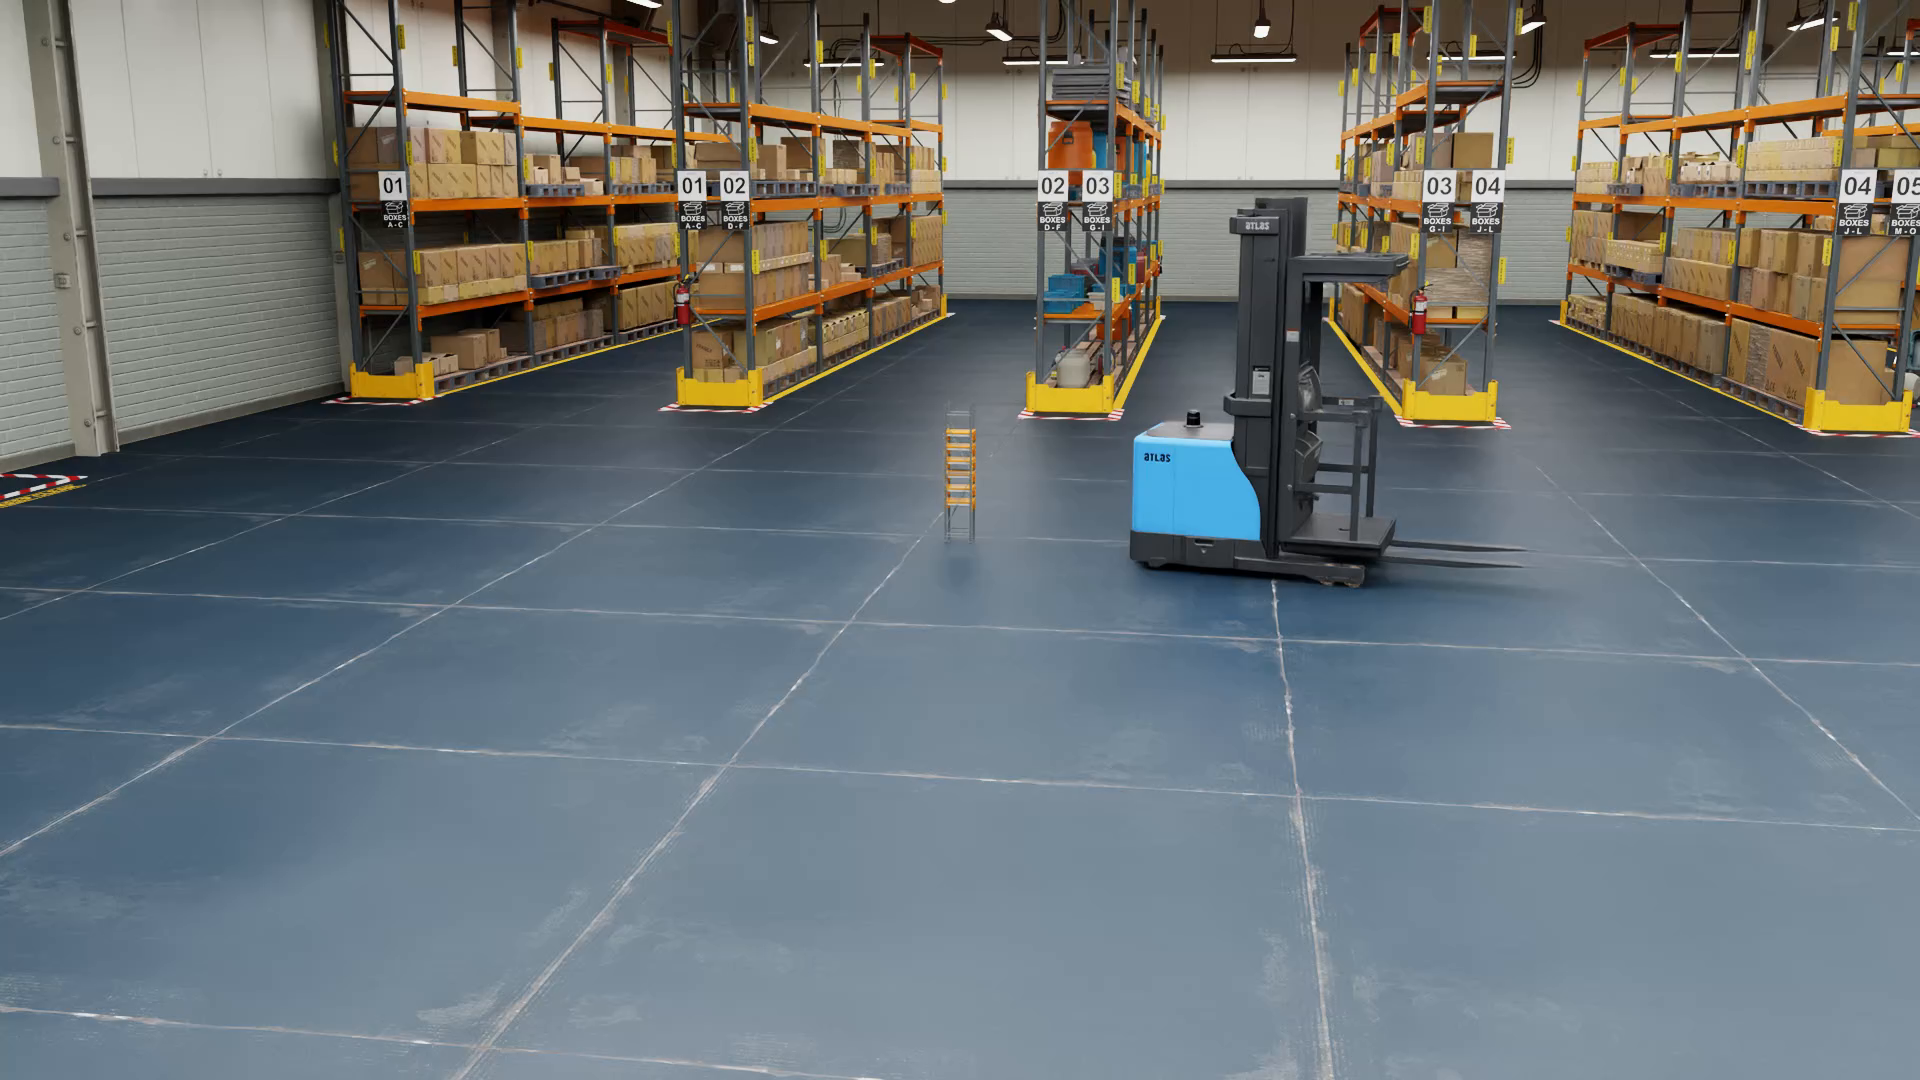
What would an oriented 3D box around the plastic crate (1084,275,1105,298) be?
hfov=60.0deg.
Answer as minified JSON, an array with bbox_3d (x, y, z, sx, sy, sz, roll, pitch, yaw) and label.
[{"bbox_3d":[1.943,-3.915,25.687,0.767,0.338,0.504,2,12,9],"label":"plastic crate"}]

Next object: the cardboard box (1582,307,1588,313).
[{"bbox_3d":[13.298,-4.845,34.920,0.380,0.149,0.250,1,12,6],"label":"cardboard box"}]

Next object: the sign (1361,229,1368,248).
[{"bbox_3d":[7.109,-5.306,29.245,0.100,0.325,0.005,2,12,9],"label":"sign"}]

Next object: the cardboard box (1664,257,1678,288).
[{"bbox_3d":[12.208,-4.505,28.040,0.500,0.500,0.500,2,12,9],"label":"cardboard box"}]

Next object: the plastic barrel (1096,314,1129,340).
[{"bbox_3d":[2.823,-4.130,30.691,0.600,0.830,0.708,2,12,9],"label":"plastic barrel"}]

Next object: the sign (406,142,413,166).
[{"bbox_3d":[-7.719,-5.415,23.304,0.100,0.325,0.005,2,12,9],"label":"sign"}]

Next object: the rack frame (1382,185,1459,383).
[{"bbox_3d":[7.043,-3.890,25.423,1.000,3.000,0.127,2,12,9],"label":"rack frame"}]

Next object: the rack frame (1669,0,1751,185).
[{"bbox_3d":[12.544,-7.473,27.811,1.000,3.000,0.127,2,12,9],"label":"rack frame"}]

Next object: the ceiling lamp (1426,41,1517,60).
[{"bbox_3d":[11.807,-12.651,37.978,2.000,3.185,0.800,2,12,9],"label":"ceiling lamp"}]

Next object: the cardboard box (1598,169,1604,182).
[{"bbox_3d":[13.146,-7.332,33.443,0.500,0.250,0.500,2,12,11],"label":"cardboard box"}]

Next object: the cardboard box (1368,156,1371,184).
[{"bbox_3d":[7.727,-6.755,30.363,0.500,0.500,0.500,3,12,12],"label":"cardboard box"}]

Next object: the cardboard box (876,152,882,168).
[{"bbox_3d":[-1.867,-7.266,32.498,0.600,0.600,0.600,1,12,6],"label":"cardboard box"}]

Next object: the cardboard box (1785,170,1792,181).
[{"bbox_3d":[11.265,-4.871,22.217,0.380,0.149,0.250,2,12,9],"label":"cardboard box"}]

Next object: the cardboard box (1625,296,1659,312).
[{"bbox_3d":[12.622,-4.361,30.766,0.500,0.250,0.500,2,12,11],"label":"cardboard box"}]

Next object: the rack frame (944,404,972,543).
[{"bbox_3d":[-0.016,-0.564,14.265,0.240,1.200,0.006,2,12,9],"label":"rack frame"}]

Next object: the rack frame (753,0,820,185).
[{"bbox_3d":[-2.745,-7.144,26.284,1.000,3.000,0.127,2,12,9],"label":"rack frame"}]

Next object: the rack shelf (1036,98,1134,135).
[{"bbox_3d":[1.841,-6.019,23.722,1.077,0.370,4.000,2,12,9],"label":"rack shelf"}]

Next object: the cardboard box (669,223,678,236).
[{"bbox_3d":[-6.229,-6.502,34.772,0.500,0.250,0.500,2,12,10],"label":"cardboard box"}]

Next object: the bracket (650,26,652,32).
[{"bbox_3d":[-6.742,-10.978,35.527,0.235,0.232,0.430,2,12,9],"label":"bracket"}]

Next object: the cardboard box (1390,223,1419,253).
[{"bbox_3d":[6.723,-4.487,24.879,0.500,0.500,0.500,2,12,9],"label":"cardboard box"}]

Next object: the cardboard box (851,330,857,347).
[{"bbox_3d":[-2.126,-3.576,29.496,0.500,0.250,0.500,2,12,10],"label":"cardboard box"}]

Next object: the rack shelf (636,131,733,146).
[{"bbox_3d":[-6.102,-8.838,36.802,1.077,0.370,4.000,2,12,9],"label":"rack shelf"}]

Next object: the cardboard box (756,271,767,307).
[{"bbox_3d":[-3.200,-3.634,23.999,0.700,0.500,0.500,2,12,10],"label":"cardboard box"}]

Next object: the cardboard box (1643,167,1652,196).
[{"bbox_3d":[12.525,-6.392,29.674,0.500,0.500,0.500,2,12,9],"label":"cardboard box"}]

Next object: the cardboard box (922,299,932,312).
[{"bbox_3d":[-0.915,-5.263,37.275,0.500,0.250,0.500,2,12,9],"label":"cardboard box"}]

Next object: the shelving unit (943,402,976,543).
[{"bbox_3d":[-0.002,-0.584,14.353,0.258,1.200,0.189,2,12,9],"label":"shelving unit"}]

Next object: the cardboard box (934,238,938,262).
[{"bbox_3d":[-0.776,-6.548,37.521,0.500,0.500,0.500,2,12,9],"label":"cardboard box"}]

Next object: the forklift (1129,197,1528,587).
[{"bbox_3d":[2.945,-1.194,13.077,3.031,2.935,1.130,5,13,20],"label":"forklift"}]

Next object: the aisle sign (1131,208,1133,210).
[{"bbox_3d":[3.712,-7.844,37.599,0.394,0.787,0.004,2,12,9],"label":"aisle sign"}]

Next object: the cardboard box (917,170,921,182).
[{"bbox_3d":[-1.119,-7.712,35.206,0.500,0.250,0.500,2,12,9],"label":"cardboard box"}]

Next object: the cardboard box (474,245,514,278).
[{"bbox_3d":[-7.478,-4.462,26.606,0.500,0.500,0.500,2,12,8],"label":"cardboard box"}]

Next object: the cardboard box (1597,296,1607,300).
[{"bbox_3d":[13.848,-5.140,35.581,0.380,0.149,0.250,2,12,10],"label":"cardboard box"}]

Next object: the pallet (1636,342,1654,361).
[{"bbox_3d":[12.665,-3.340,29.492,1.003,0.211,1.213,2,12,9],"label":"pallet"}]

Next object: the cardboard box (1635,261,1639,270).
[{"bbox_3d":[12.286,-4.898,29.699,0.380,0.149,0.250,2,12,8],"label":"cardboard box"}]

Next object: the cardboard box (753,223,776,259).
[{"bbox_3d":[-3.115,-4.384,24.401,0.700,0.500,0.500,2,12,9],"label":"cardboard box"}]

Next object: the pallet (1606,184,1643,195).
[{"bbox_3d":[12.959,-6.623,31.430,1.213,0.211,1.003,2,12,9],"label":"pallet"}]

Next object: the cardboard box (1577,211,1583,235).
[{"bbox_3d":[13.371,-6.699,35.141,0.500,0.500,0.500,2,12,10],"label":"cardboard box"}]

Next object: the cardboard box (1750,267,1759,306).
[{"bbox_3d":[11.821,-3.589,23.671,0.875,0.550,0.550,2,12,9],"label":"cardboard box"}]

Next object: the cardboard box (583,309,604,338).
[{"bbox_3d":[-7.084,-4.046,31.034,0.700,0.500,0.500,2,12,9],"label":"cardboard box"}]

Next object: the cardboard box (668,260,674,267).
[{"bbox_3d":[-6.198,-5.791,34.792,0.380,0.149,0.250,2,12,10],"label":"cardboard box"}]

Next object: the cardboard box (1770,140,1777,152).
[{"bbox_3d":[11.382,-5.419,22.866,0.380,0.149,0.250,2,12,9],"label":"cardboard box"}]

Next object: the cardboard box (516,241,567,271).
[{"bbox_3d":[-7.365,-4.994,29.266,0.700,0.500,0.500,4,13,16],"label":"cardboard box"}]

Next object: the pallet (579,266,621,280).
[{"bbox_3d":[-7.029,-4.958,30.837,1.213,0.211,1.003,2,12,9],"label":"pallet"}]

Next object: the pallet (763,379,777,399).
[{"bbox_3d":[-3.284,-2.176,24.091,1.003,0.211,1.213,2,12,9],"label":"pallet"}]

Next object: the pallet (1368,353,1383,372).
[{"bbox_3d":[7.347,-2.944,27.651,1.003,0.211,1.213,2,12,9],"label":"pallet"}]

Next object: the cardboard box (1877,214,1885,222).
[{"bbox_3d":[17.798,-6.163,31.821,0.380,0.149,0.250,2,12,7],"label":"cardboard box"}]

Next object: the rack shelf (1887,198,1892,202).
[{"bbox_3d":[17.758,-5.932,29.488,1.077,0.370,4.000,2,12,9],"label":"rack shelf"}]

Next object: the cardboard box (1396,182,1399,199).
[{"bbox_3d":[6.644,-5.087,24.215,0.500,0.250,0.500,2,12,8],"label":"cardboard box"}]

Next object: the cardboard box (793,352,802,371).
[{"bbox_3d":[-2.749,-2.761,25.714,0.500,0.250,0.500,2,12,9],"label":"cardboard box"}]

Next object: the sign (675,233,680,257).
[{"bbox_3d":[-3.894,-4.081,23.000,0.100,0.325,0.005,2,12,9],"label":"sign"}]

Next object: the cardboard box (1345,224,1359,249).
[{"bbox_3d":[8.161,-6.202,34.023,0.500,0.500,0.500,2,12,9],"label":"cardboard box"}]

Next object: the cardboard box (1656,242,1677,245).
[{"bbox_3d":[13.126,-5.441,30.810,0.380,0.149,0.250,1,12,7],"label":"cardboard box"}]

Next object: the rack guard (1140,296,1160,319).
[{"bbox_3d":[3.985,-5.332,38.047,1.175,0.500,0.348,2,12,9],"label":"rack guard"}]
